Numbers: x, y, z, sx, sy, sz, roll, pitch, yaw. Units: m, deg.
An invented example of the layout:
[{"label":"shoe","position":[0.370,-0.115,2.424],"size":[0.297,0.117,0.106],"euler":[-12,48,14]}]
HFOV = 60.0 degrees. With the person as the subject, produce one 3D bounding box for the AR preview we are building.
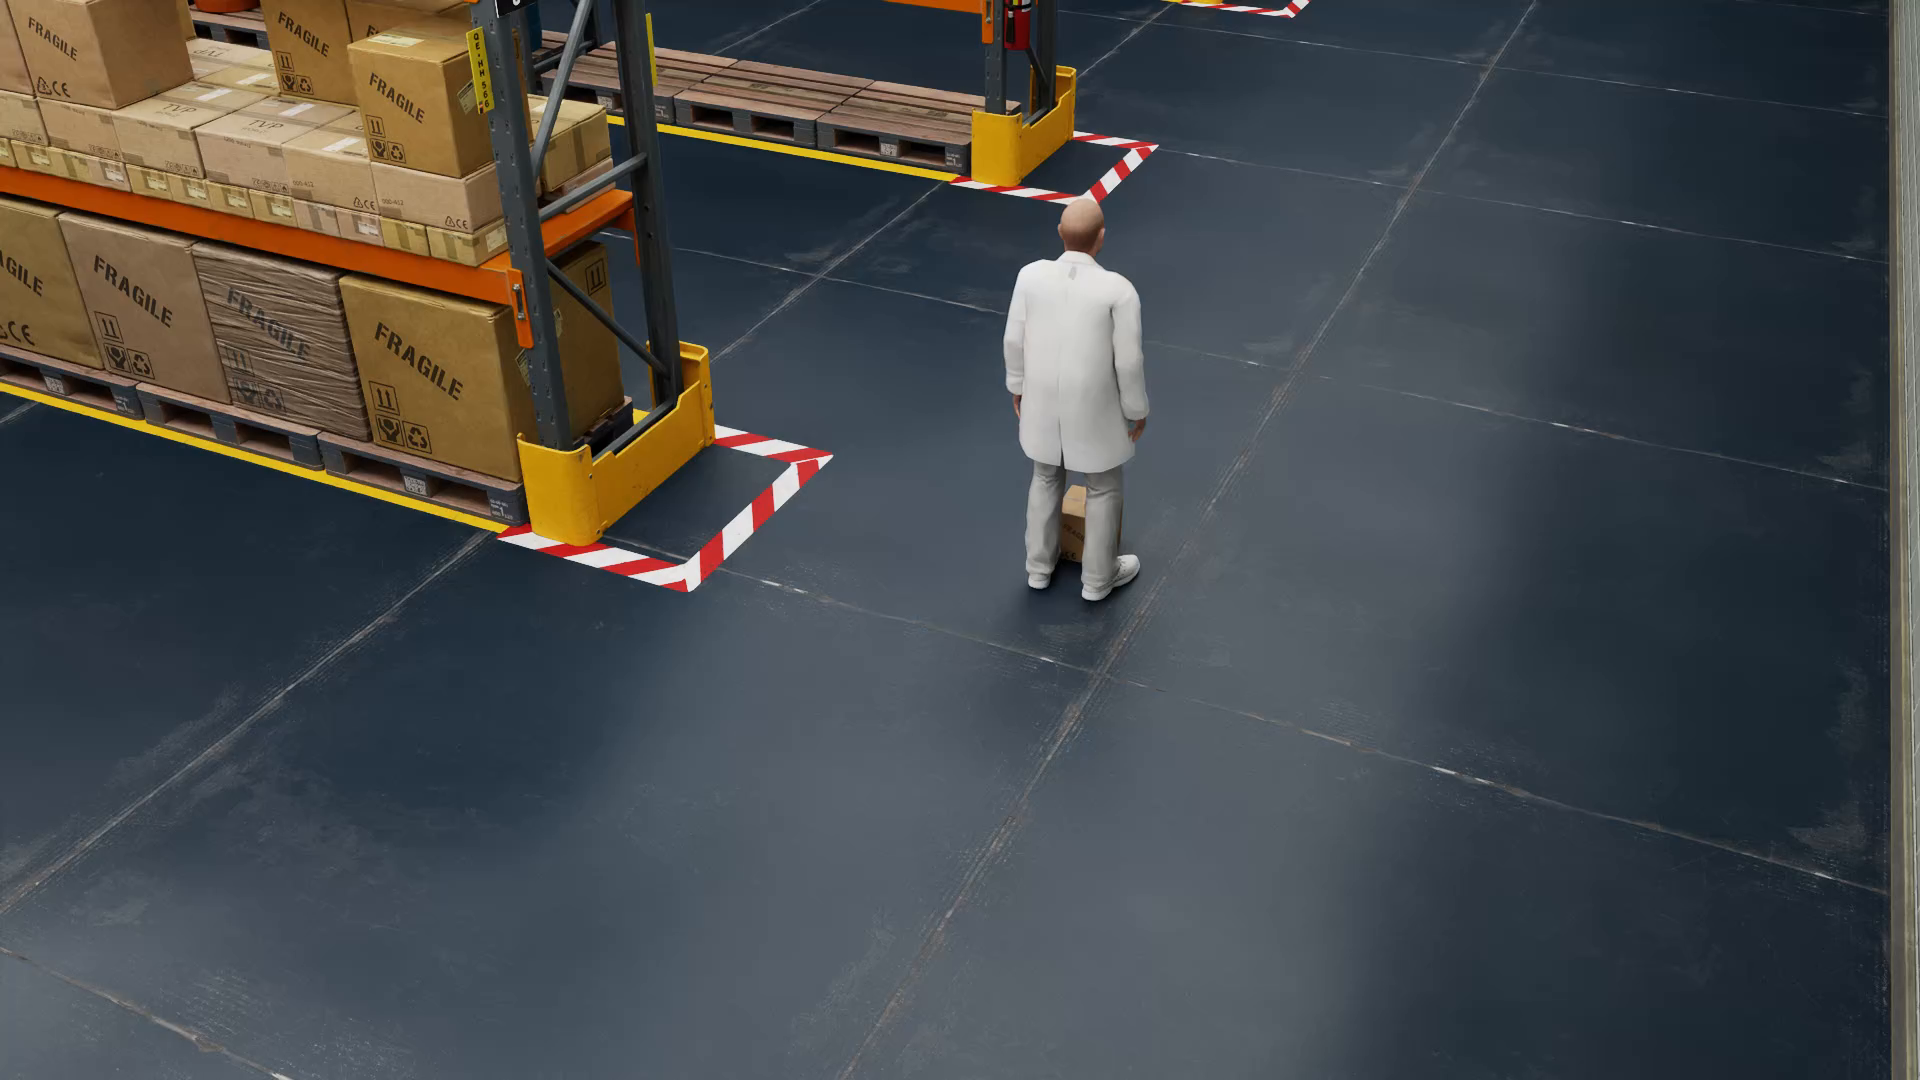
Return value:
[{"label":"person","position":[0.490,-0.578,7.036],"size":[0.643,1.774,0.423],"euler":[14,36,21]}]
